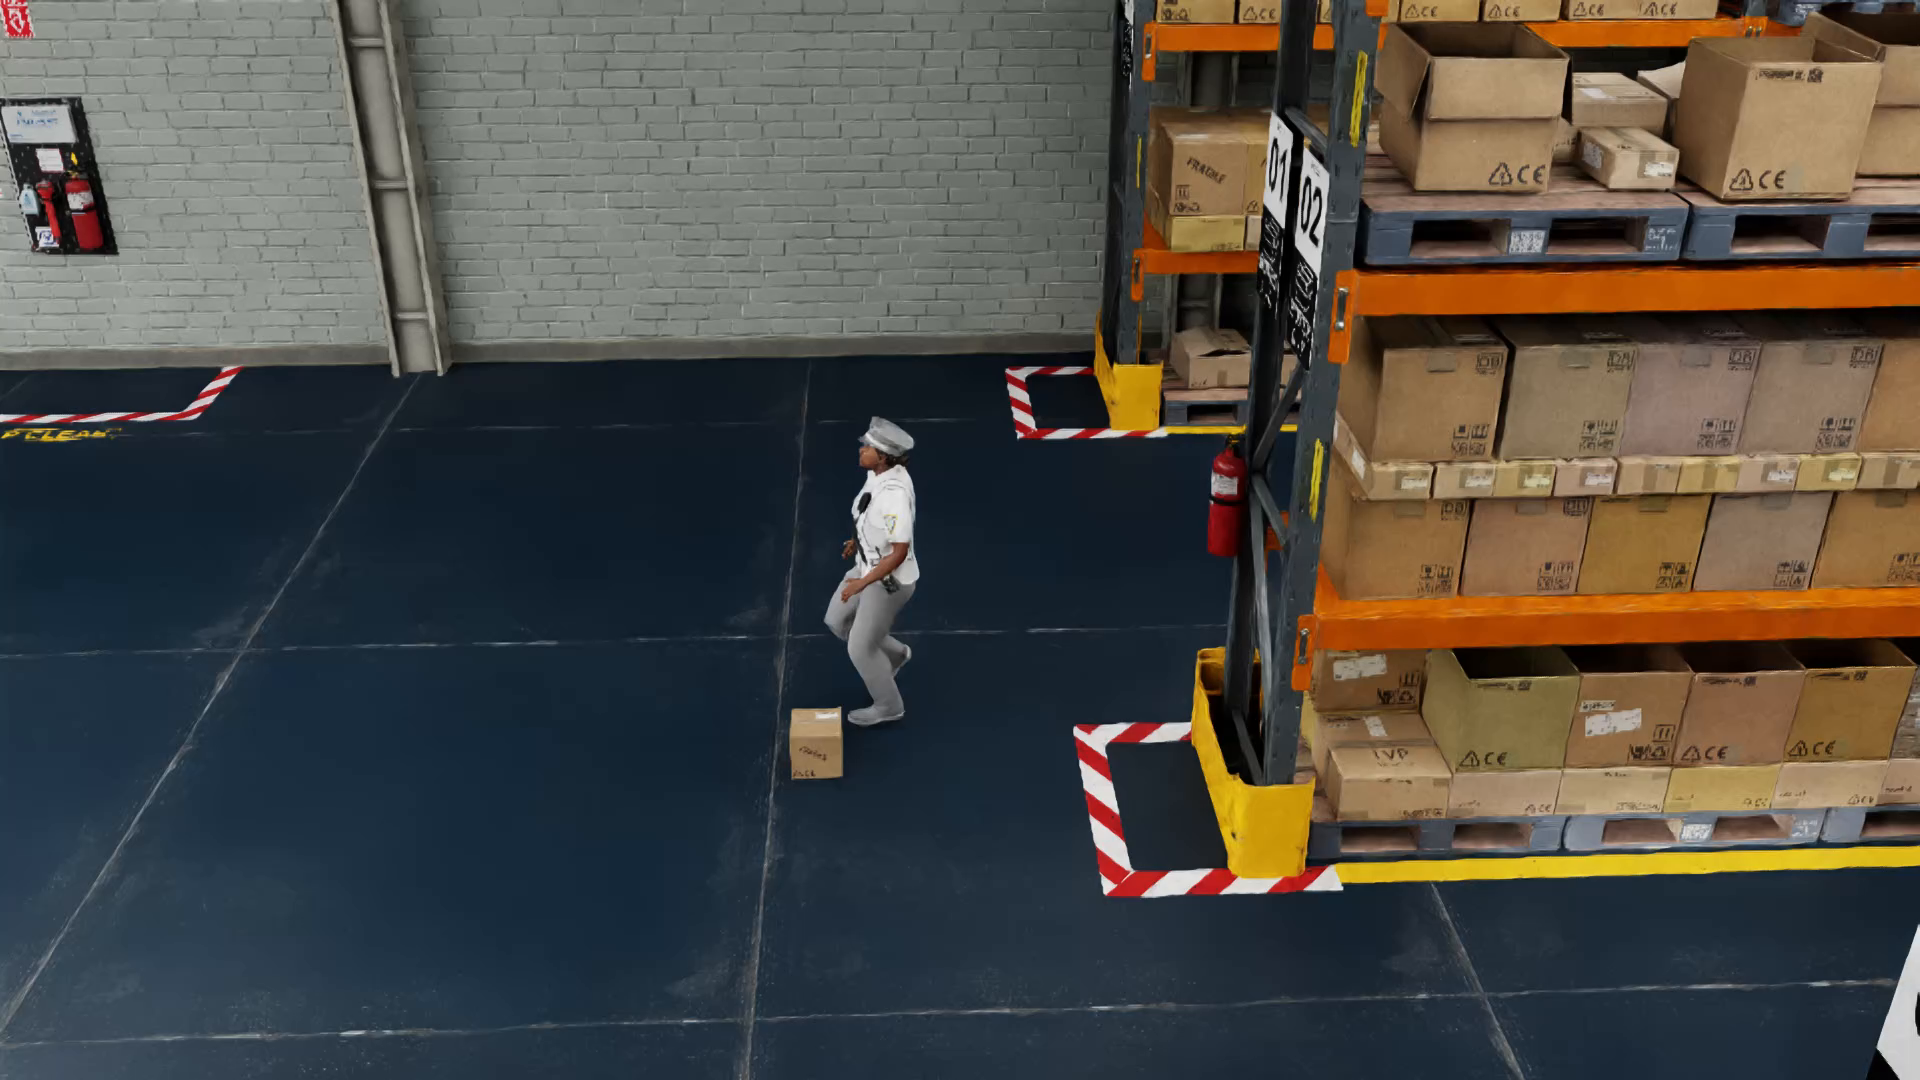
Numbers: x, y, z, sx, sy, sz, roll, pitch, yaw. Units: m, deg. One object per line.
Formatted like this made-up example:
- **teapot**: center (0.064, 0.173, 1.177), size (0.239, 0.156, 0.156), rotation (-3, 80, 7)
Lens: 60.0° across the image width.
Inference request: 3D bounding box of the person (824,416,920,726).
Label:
- **person**: center (-0.438, 0.183, 8.282), size (0.465, 1.663, 0.632), rotation (-6, 28, -11)
